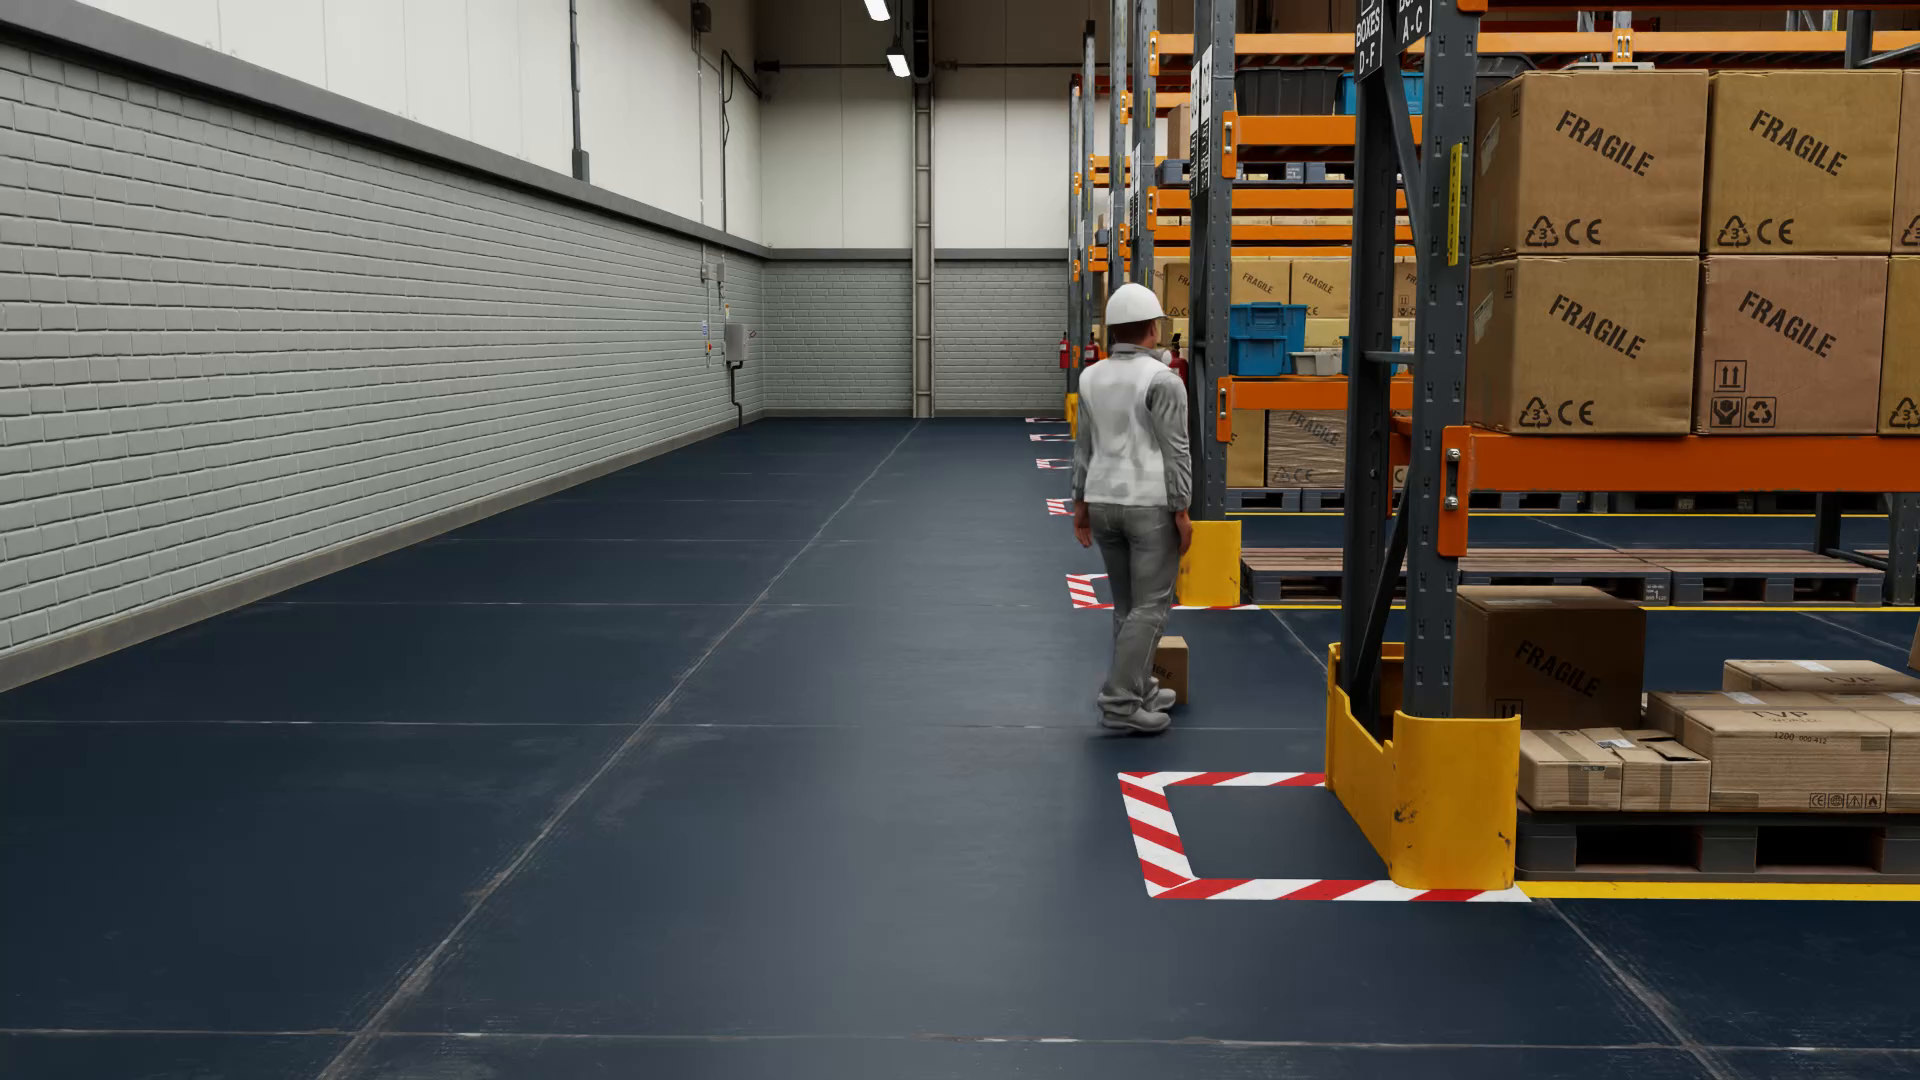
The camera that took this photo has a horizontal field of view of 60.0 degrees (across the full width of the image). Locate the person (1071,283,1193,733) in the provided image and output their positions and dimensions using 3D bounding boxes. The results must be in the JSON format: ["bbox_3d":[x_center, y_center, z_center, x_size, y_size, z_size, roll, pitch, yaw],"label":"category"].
[{"bbox_3d":[0.729,-0.134,6.688,0.564,1.776,0.620,7,10,44],"label":"person"}]
